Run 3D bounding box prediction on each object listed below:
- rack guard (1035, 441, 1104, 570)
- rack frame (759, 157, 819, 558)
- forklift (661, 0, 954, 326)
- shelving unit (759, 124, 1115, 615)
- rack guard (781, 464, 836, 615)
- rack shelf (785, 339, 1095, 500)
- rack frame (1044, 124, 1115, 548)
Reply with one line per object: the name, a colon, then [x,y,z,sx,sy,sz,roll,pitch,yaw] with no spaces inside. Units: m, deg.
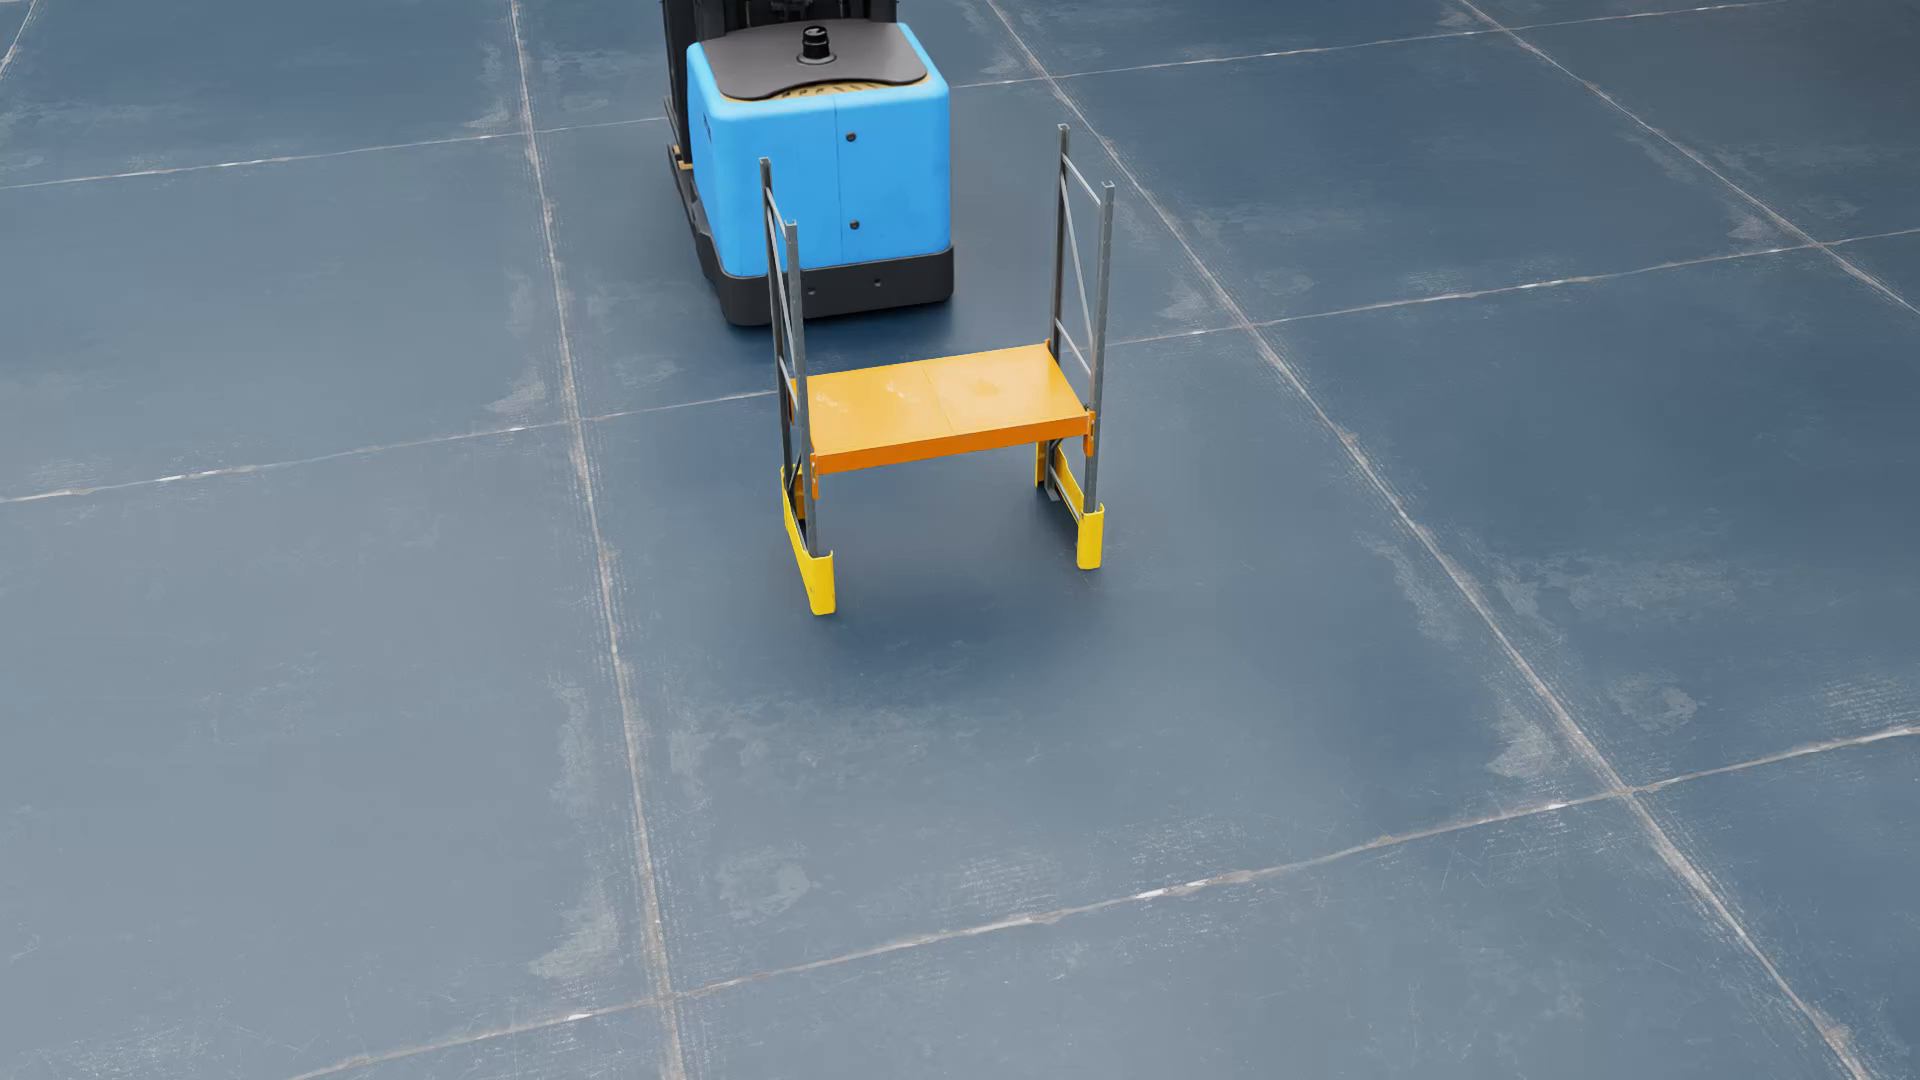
rack guard: [0.407,-0.166,6.261,0.087,0.250,0.587,-9,38,-12]
rack frame: [-0.573,-0.502,5.671,0.032,1.500,0.500,-9,38,-12]
forklift: [-0.906,-3.011,7.774,1.130,2.935,3.031,-9,38,-12]
shelving unit: [-0.074,-0.584,5.779,1.083,1.500,0.587,-9,38,-12]
rack guard: [-0.554,-0.008,6.055,0.087,0.250,0.587,-9,38,-12]
rack shelf: [-0.082,-0.439,5.886,1.000,0.185,0.538,-9,38,-12]
rack frame: [0.408,-0.663,5.882,0.032,1.500,0.500,-9,38,-12]
